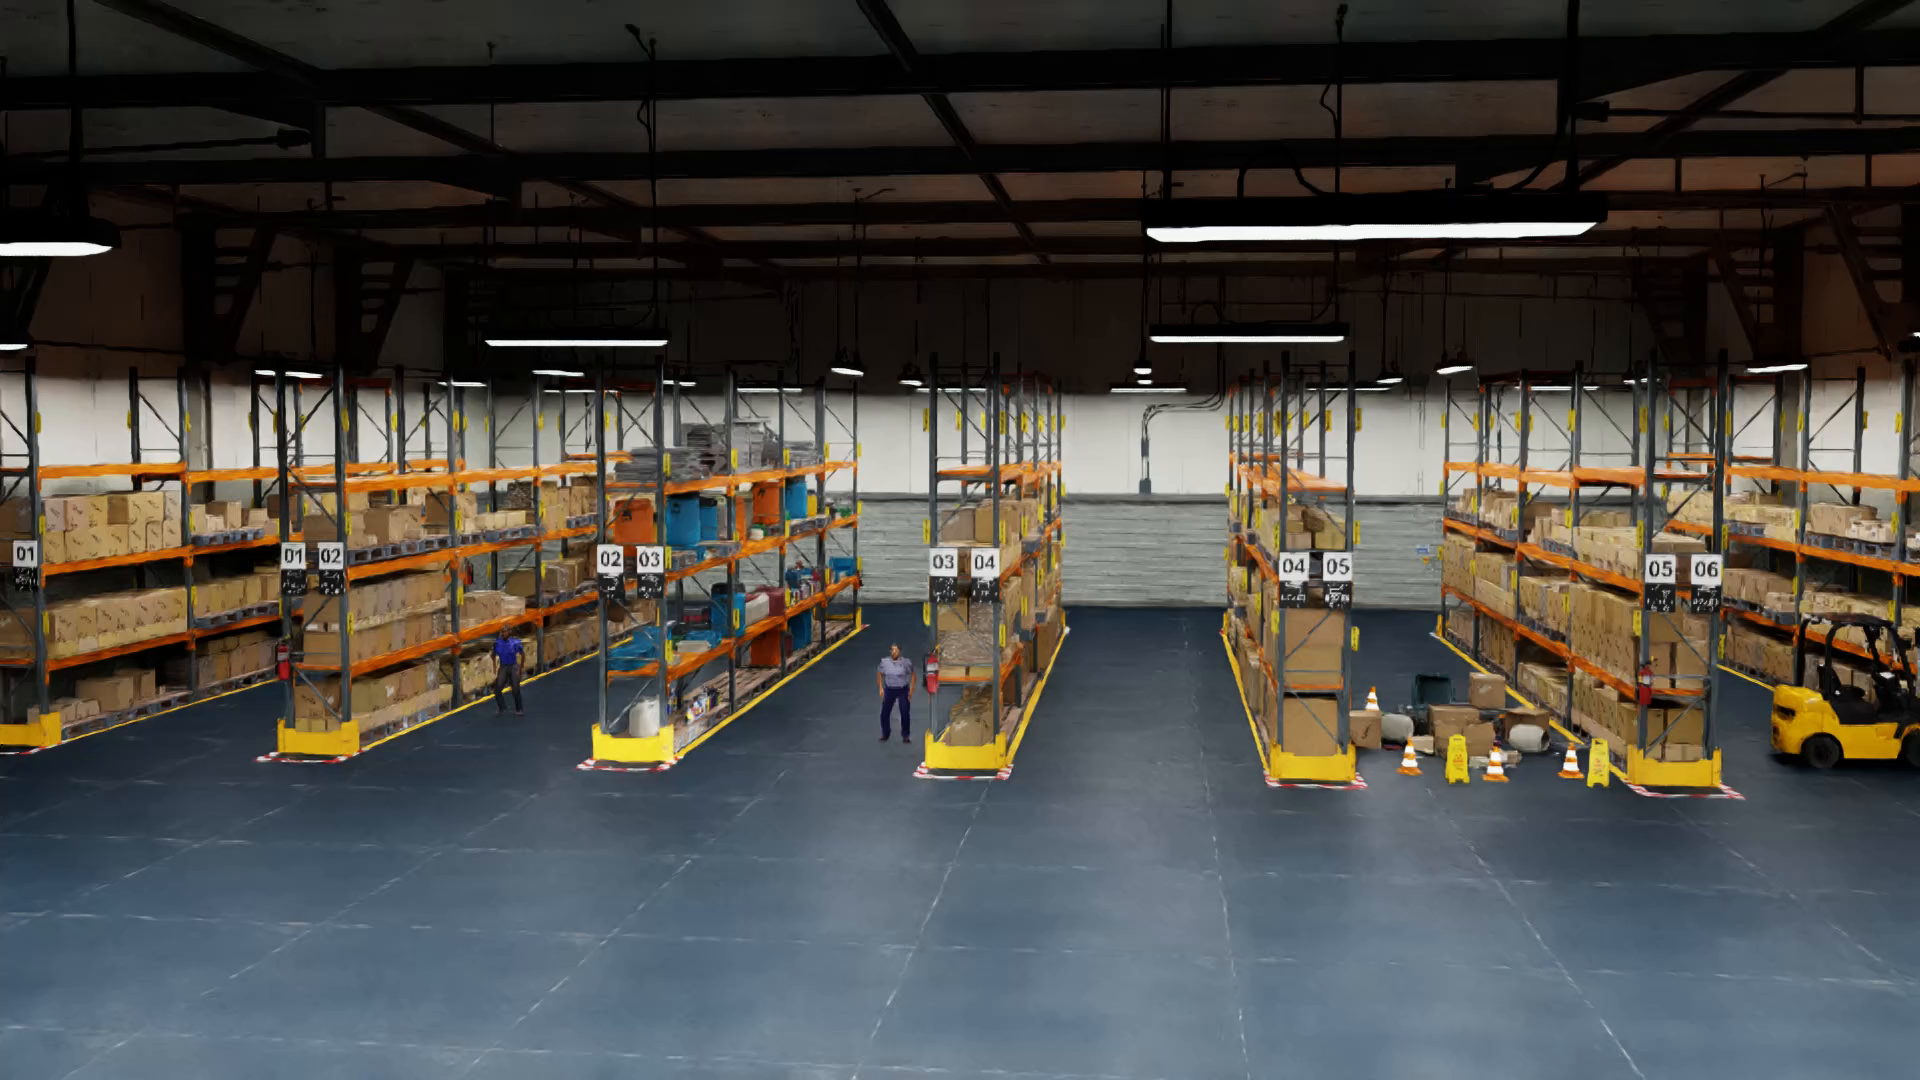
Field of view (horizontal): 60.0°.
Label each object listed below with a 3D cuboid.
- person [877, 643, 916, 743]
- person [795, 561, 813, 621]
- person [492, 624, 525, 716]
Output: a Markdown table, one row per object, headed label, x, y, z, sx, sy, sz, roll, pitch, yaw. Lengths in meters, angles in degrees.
| label | x | y | z | sx | sy | sz | roll | pitch | yaw |
| --- | --- | --- | --- | --- | --- | --- | --- | --- | --- |
| person | -0.995 | 2.377 | 25.971 | 0.626 | 1.594 | 0.513 | 0 | 4 | 5 |
| person | -3.946 | 1.288 | 41.486 | 0.419 | 1.558 | 0.840 | 2 | 5 | 30 |
| person | -7.675 | 2.216 | 28.286 | 0.592 | 1.590 | 0.518 | 0 | 4 | 5 |
